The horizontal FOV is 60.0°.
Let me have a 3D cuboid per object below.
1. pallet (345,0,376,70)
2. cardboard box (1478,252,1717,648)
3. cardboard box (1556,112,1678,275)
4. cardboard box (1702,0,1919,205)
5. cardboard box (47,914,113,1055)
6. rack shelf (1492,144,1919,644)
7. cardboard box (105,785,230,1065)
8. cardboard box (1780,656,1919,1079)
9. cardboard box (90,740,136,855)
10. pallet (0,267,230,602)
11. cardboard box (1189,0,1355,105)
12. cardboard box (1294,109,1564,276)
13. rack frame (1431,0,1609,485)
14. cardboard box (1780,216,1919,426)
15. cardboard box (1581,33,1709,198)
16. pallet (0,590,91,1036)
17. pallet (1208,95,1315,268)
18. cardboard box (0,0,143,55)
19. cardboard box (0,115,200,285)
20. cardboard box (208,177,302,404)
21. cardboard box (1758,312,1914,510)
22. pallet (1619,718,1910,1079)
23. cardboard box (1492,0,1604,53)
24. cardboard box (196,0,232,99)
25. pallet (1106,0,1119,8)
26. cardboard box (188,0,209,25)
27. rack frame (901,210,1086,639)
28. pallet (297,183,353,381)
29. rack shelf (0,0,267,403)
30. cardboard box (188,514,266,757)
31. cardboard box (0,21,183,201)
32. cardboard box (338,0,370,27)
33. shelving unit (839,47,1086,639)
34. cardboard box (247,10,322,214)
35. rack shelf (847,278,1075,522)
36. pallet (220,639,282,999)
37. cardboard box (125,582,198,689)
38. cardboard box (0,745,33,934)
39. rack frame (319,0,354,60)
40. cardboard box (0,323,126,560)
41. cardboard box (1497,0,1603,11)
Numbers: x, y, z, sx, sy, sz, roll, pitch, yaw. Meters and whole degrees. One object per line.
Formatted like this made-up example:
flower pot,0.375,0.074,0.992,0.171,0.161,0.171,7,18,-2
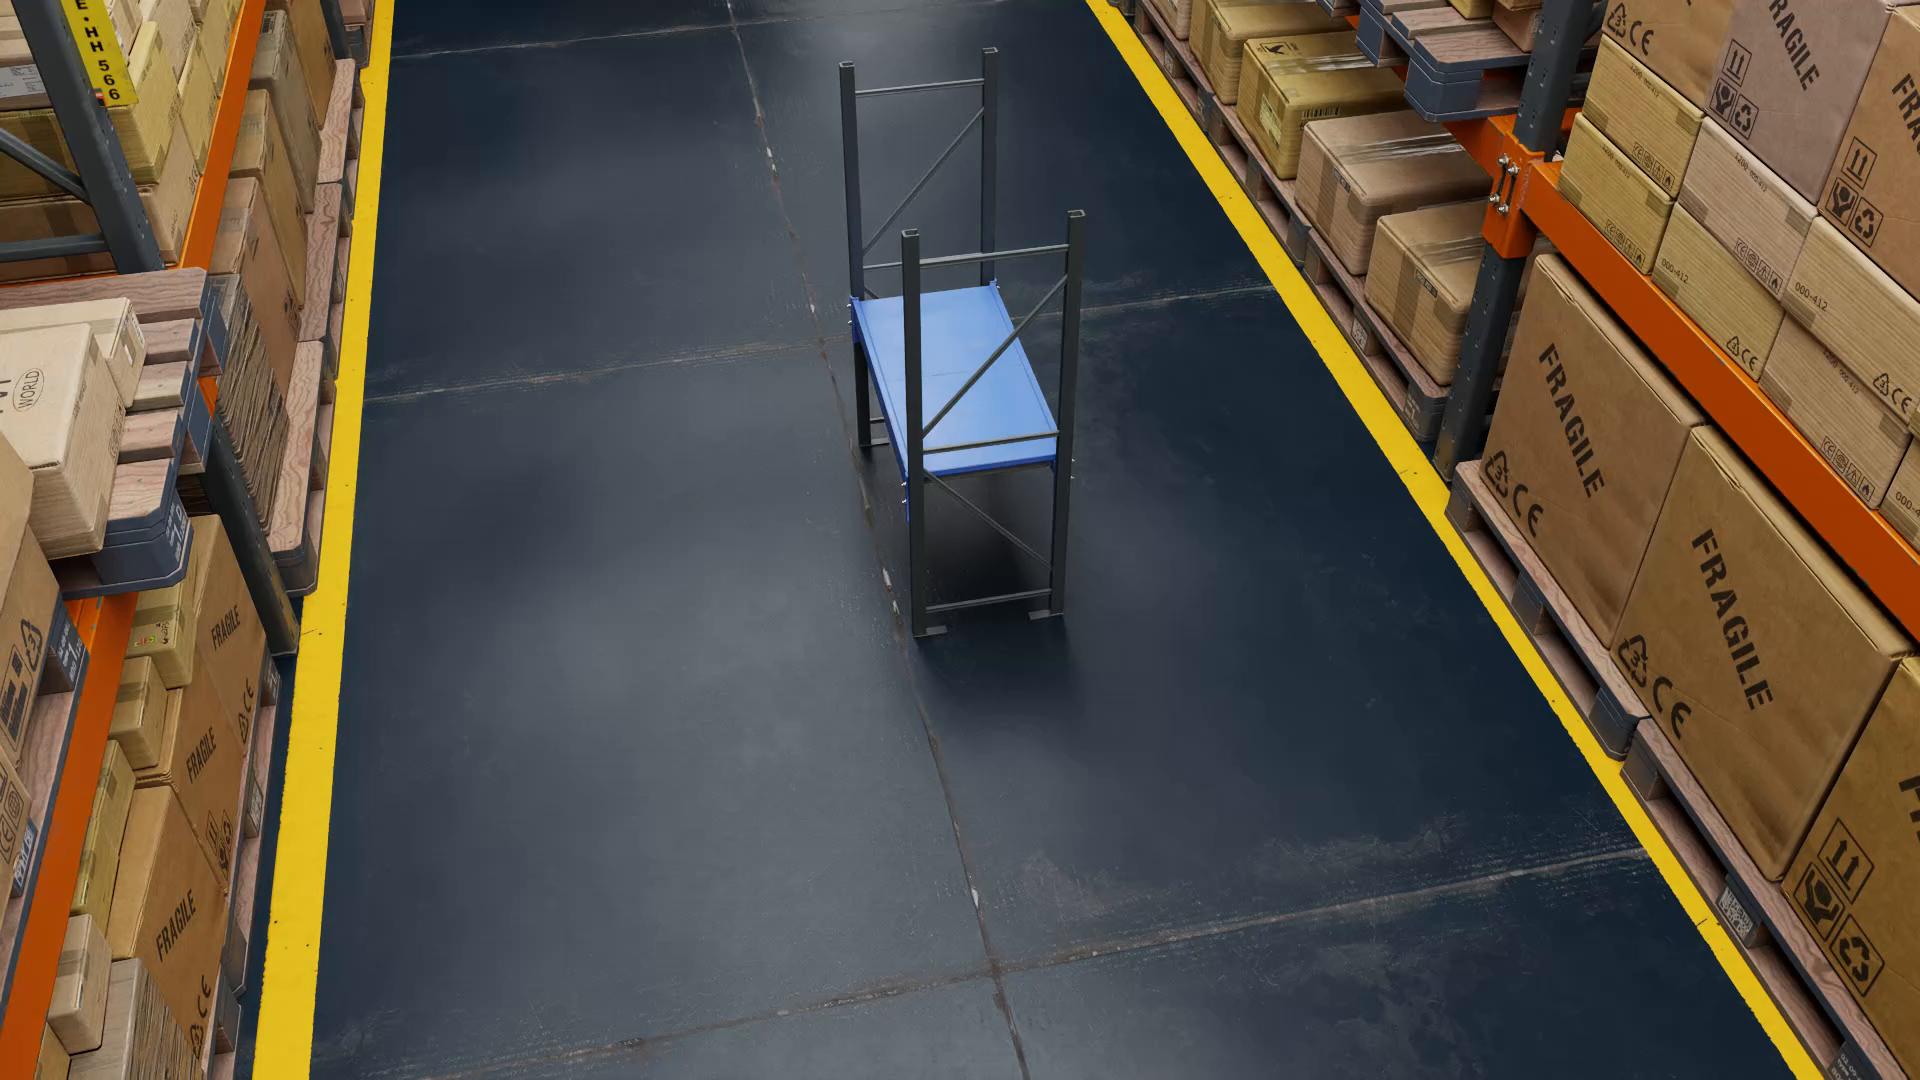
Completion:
pallet,-3.619,-2.791,8.735,1.003,0.211,1.213,-8,42,-9
cardboard box,2.289,-0.336,5.153,0.875,0.875,0.875,-9,42,-10
cardboard box,2.081,-1.023,4.756,0.500,0.250,0.500,-9,42,-10
cardboard box,2.205,-1.169,3.979,0.500,0.500,0.500,-8,42,-9
cardboard box,-2.013,0.963,3.483,0.380,0.149,0.250,-10,43,-11
rack shelf,2.652,0.133,3.883,1.077,0.370,4.000,-8,42,-9
cardboard box,-2.111,0.967,3.968,0.500,0.500,0.500,-7,42,-7
cardboard box,2.669,0.823,3.848,0.875,0.875,0.875,-7,42,-8
cardboard box,-2.156,0.627,3.862,0.380,0.149,0.250,-7,42,-8
pallet,-2.410,-0.218,3.881,1.213,0.211,1.003,-8,42,-9
cardboard box,1.631,-2.395,7.851,0.950,0.372,0.625,-6,42,-7
cardboard box,1.941,-1.452,6.789,0.950,0.372,0.625,-9,42,-10
rack frame,2.221,-1.433,5.105,1.000,3.000,0.127,-8,42,-9
cardboard box,2.295,-0.540,3.835,0.500,0.250,0.500,-8,42,-9
cardboard box,2.089,-1.200,4.578,0.500,0.250,0.500,-9,42,-10
pallet,-2.201,0.613,2.945,1.003,0.211,1.213,-8,42,-9
pallet,1.793,-1.686,7.490,1.003,0.211,1.213,-8,42,-9
cardboard box,-2.465,-1.421,4.527,0.380,0.149,0.250,-7,42,-8
cardboard box,-2.482,-0.986,4.714,0.500,0.250,0.500,-8,42,-9
cardboard box,-2.895,-0.817,5.883,0.875,0.625,0.625,-7,42,-8
cardboard box,2.316,-0.352,4.000,0.500,0.250,0.500,-7,42,-8
pallet,2.577,0.921,4.553,1.003,0.211,1.213,-8,42,-9
cardboard box,1.920,-1.675,5.250,0.380,0.149,0.250,-7,42,-8
cardboard box,-2.704,-1.645,5.457,0.500,0.250,0.500,-10,42,-11
pallet,1.178,-3.413,9.436,1.003,0.211,1.213,-8,42,-9
cardboard box,-2.685,-1.839,5.299,0.500,0.250,0.500,-9,42,-10
rack frame,0.091,-0.287,4.943,0.500,1.500,0.032,-8,42,-9
pallet,-3.025,-1.005,6.723,1.003,0.211,1.213,-8,42,-9
rack shelf,-3.057,-1.746,6.000,1.077,0.370,4.000,-8,42,-9
cardboard box,-2.324,0.302,4.717,0.500,0.500,0.500,-7,42,-8
cardboard box,-2.458,-1.176,4.552,0.500,0.250,0.500,-8,42,-9
cardboard box,-3.270,-2.802,8.402,0.500,0.250,0.500,-8,42,-9
shelving unit,-0.018,-0.616,5.314,0.538,1.500,1.048,-8,42,-9
cardboard box,-3.205,-1.740,6.923,0.875,0.625,0.625,-9,42,-10
rack shelf,-0.018,-0.482,5.434,0.538,0.185,1.000,-8,42,-9
pallet,-2.501,0.813,4.675,1.003,0.211,1.213,-8,42,-9
cardboard box,-2.182,0.272,4.262,0.380,0.149,0.250,-10,43,-12
cardboard box,-1.929,0.489,2.548,0.700,0.500,0.500,-9,42,-10
rack frame,-3.489,-3.312,7.221,1.000,3.000,0.127,-8,42,-9
cardboard box,-2.082,-0.183,3.493,0.500,0.250,0.500,-10,43,-11
cardboard box,1.851,-1.993,5.120,0.500,0.500,0.500,-9,42,-11
